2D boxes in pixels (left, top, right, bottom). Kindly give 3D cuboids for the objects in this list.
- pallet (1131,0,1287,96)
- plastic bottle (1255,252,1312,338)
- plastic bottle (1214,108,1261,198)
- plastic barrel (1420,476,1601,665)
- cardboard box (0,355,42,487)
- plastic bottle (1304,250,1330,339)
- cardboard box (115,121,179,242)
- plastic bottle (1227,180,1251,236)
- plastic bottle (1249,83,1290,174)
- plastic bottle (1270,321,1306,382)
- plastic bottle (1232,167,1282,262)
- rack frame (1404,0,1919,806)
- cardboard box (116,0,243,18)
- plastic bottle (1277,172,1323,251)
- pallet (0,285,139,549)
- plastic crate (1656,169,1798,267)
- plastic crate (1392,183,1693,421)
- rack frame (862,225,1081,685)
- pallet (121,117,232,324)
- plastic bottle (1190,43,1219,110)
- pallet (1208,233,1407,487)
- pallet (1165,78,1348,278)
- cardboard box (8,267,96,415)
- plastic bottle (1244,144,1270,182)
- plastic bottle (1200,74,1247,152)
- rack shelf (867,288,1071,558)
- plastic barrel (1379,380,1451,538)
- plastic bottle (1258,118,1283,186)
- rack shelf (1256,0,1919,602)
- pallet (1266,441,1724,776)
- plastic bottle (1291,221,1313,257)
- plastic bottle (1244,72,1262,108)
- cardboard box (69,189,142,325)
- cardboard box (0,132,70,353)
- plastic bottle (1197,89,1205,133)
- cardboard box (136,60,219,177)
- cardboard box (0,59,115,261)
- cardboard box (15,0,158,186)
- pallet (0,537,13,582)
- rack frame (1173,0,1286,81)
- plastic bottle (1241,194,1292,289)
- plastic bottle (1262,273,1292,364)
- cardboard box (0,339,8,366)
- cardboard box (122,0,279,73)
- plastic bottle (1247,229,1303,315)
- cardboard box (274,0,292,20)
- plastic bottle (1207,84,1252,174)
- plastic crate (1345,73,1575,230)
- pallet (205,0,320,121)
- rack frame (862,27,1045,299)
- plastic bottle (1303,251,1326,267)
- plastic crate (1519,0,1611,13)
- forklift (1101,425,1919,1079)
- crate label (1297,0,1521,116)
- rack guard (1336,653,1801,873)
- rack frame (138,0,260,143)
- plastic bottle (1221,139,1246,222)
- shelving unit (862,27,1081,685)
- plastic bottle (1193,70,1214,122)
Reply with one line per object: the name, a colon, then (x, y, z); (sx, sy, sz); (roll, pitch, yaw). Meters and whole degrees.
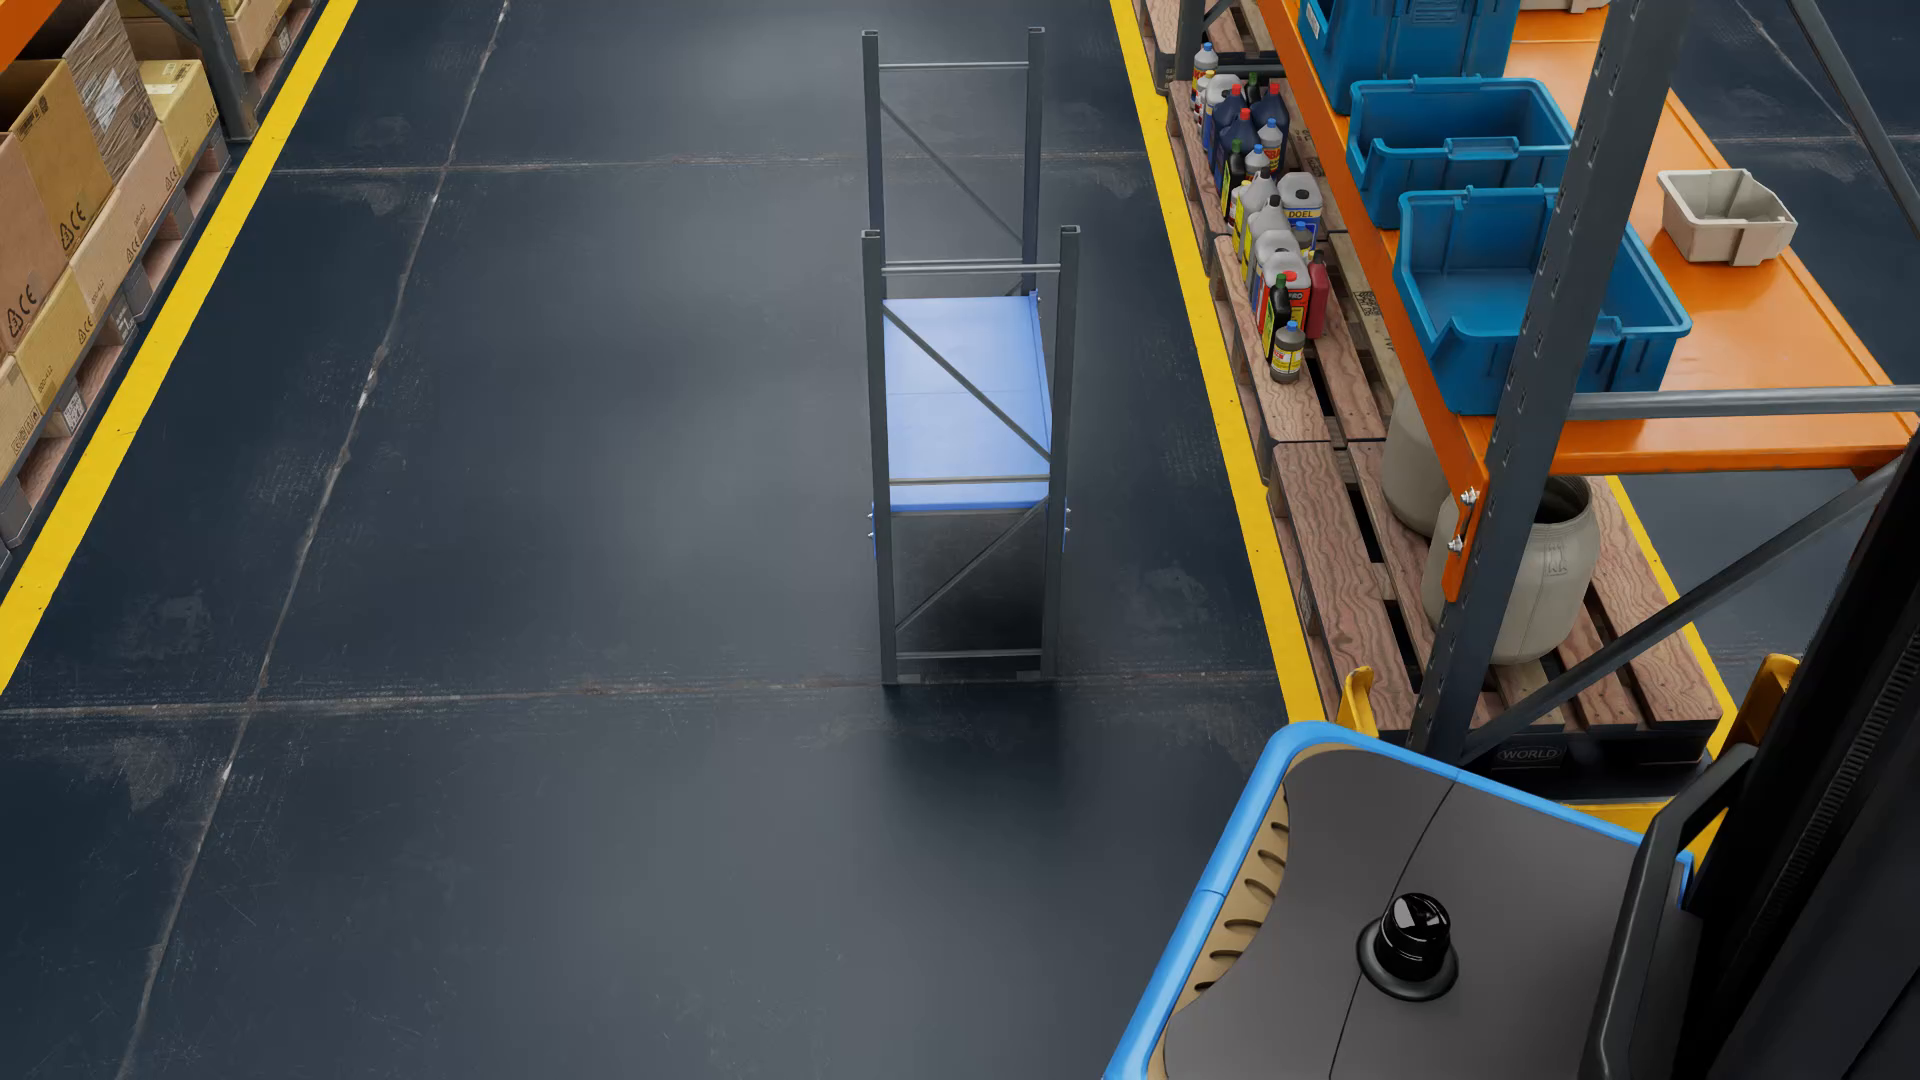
pallet: (1.352, -2.471, 7.790); (1.003, 0.211, 1.213); (-2, 43, -2)
plastic bottle: (1.095, -0.826, 5.621); (0.152, 0.276, 0.135); (-1, 43, -1)
plastic bottle: (1.052, -1.471, 6.270); (0.144, 0.351, 0.185); (-3, 43, -4)
plastic barrel: (1.490, 0.051, 4.505); (0.421, 0.512, 0.421); (0, 43, 0)
cardboard box: (-3.201, -0.315, 5.097); (0.500, 0.250, 0.500); (-2, 43, -2)
plastic bottle: (1.201, -0.832, 5.623); (0.061, 0.283, 0.133); (-2, 43, -2)
cardboard box: (-3.275, -1.327, 6.202); (0.500, 0.250, 0.500); (-2, 43, -2)
plastic bottle: (1.041, -1.225, 6.111); (0.097, 0.201, 0.097); (0, 43, 0)
plastic bottle: (1.188, -1.603, 6.414); (0.144, 0.351, 0.185); (-2, 43, -2)
plastic bottle: (1.078, -0.627, 5.460); (0.097, 0.201, 0.097); (0, 43, 0)
plastic bottle: (1.070, -1.184, 5.957); (0.144, 0.351, 0.185); (-2, 43, -2)
rack frame: (1.594, -0.270, 3.324); (1.000, 3.000, 0.127); (-2, 43, -2)
cardboard box: (-3.293, -2.464, 7.028); (0.500, 0.311, 0.500); (-2, 43, -2)
plastic bottle: (1.217, -1.178, 6.005); (0.152, 0.276, 0.135); (-2, 43, -2)
pallet: (-3.478, -0.439, 5.572); (1.003, 0.211, 1.213); (-2, 43, -2)
plastic crate: (1.878, -0.786, 4.082); (0.298, 0.136, 0.250); (-2, 43, -2)
plastic crate: (1.274, -0.544, 3.734); (0.499, 0.251, 0.616); (-2, 43, -2)
rack frame: (0.025, -0.152, 4.306); (0.500, 1.500, 0.032); (-2, 43, -2)
pallet: (-3.533, -1.264, 6.473); (1.003, 0.211, 1.213); (-2, 43, -2)
plastic bottle: (1.000, -1.899, 6.795); (0.097, 0.271, 0.097); (0, 43, 0)
pallet: (1.466, -0.662, 5.816); (1.003, 0.211, 1.213); (-2, 43, -2)
pallet: (1.411, -1.487, 6.716); (1.003, 0.211, 1.213); (-2, 43, -2)
cardboard box: (-3.217, -0.652, 5.466); (0.500, 0.250, 0.500); (-2, 43, -2)
plastic bottle: (1.096, -1.344, 6.190); (0.097, 0.271, 0.097); (0, 43, 0)
plastic bottle: (1.041, -1.683, 6.556); (0.152, 0.276, 0.135); (0, 43, 0)
rack shelf: (0.004, -0.363, 4.802); (0.538, 0.185, 1.000); (-2, 43, -2)
plastic barrel: (1.469, -0.288, 4.874); (0.421, 0.512, 0.421); (0, 43, 0)
plastic bottle: (1.171, -1.475, 6.333); (0.097, 0.271, 0.097); (0, 43, 0)
rack shelf: (1.509, -1.355, 5.040); (1.077, 0.370, 4.000); (-2, 43, -2)
pallet: (1.515, 0.160, 4.919); (1.003, 0.211, 1.213); (-2, 43, -2)
plastic bottle: (1.197, -1.037, 5.907); (0.097, 0.201, 0.097); (0, 43, 0)
plastic bottle: (1.147, -1.689, 6.557); (0.061, 0.283, 0.133); (-2, 43, -2)
cardboard box: (-3.239, -0.990, 5.834); (0.500, 0.250, 0.500); (-2, 43, -2)
cardboard box: (-3.216, -0.929, 5.212); (0.500, 0.500, 0.500); (-2, 43, -2)
plastic bottle: (1.009, -1.736, 6.669); (0.097, 0.201, 0.097); (0, 43, 0)
cardboard box: (-3.287, -1.665, 6.570); (0.500, 0.250, 0.500); (-2, 43, -2)
cardboard box: (-3.252, -1.266, 5.580); (0.500, 0.500, 0.500); (-2, 43, -2)
cardboard box: (-3.277, -1.603, 5.948); (0.500, 0.500, 0.500); (-2, 43, -2)
pallet: (-3.429, 0.383, 4.676); (1.003, 0.211, 1.213); (-2, 43, -2)
rack frame: (1.424, -2.970, 6.270); (1.000, 3.000, 0.127); (-2, 43, -2)
plastic bottle: (1.078, -1.059, 5.820); (0.144, 0.351, 0.185); (0, 43, 0)
plastic bottle: (1.055, -0.736, 5.518); (0.061, 0.283, 0.133); (-1, 43, -1)
cardboard box: (-3.213, -0.591, 4.844); (0.500, 0.500, 0.500); (-2, 43, -2)
cardboard box: (-3.294, -2.251, 7.210); (0.500, 0.250, 0.500); (-3, 43, -3)
plastic bottle: (1.089, -0.920, 5.723); (0.152, 0.276, 0.135); (-3, 43, -3)
cardboard box: (-3.315, -2.596, 7.586); (0.500, 0.250, 0.500); (-1, 43, -1)
plastic bottle: (1.044, -1.599, 6.409); (0.144, 0.351, 0.185); (-1, 43, -1)
plastic crate: (1.252, -0.983, 4.212); (0.499, 0.251, 0.408); (-2, 43, -2)
pallet: (-3.595, -2.299, 7.601); (1.003, 0.211, 1.213); (-2, 43, -2)
rack frame: (-0.018, -0.838, 5.055); (0.500, 1.500, 0.032); (-2, 43, -2)
plastic bottle: (1.213, -0.908, 5.766); (0.097, 0.201, 0.097); (0, 43, 0)
plastic crate: (1.746, -1.784, 5.171); (0.530, 0.136, 0.437); (-2, 43, -2)
forklift: (1.755, 0.792, 2.217); (3.031, 2.935, 1.130); (19, 46, 20)
crate label: (1.246, -1.517, 4.659); (0.502, 0.435, 0.616); (-2, 43, -2)
rack guard: (1.544, 0.602, 4.223); (1.175, 0.500, 0.348); (-2, 43, -2)
rack frame: (-3.525, -2.830, 6.118); (1.000, 3.000, 0.127); (-2, 43, -2)
plastic bottle: (1.017, -1.334, 6.170); (0.061, 0.283, 0.133); (0, 43, 0)
shelving unit: (0.004, -0.495, 4.680); (0.538, 1.500, 1.048); (-2, 43, -2)
plastic bottle: (1.004, -1.804, 6.744); (0.097, 0.201, 0.097); (0, 43, 0)
